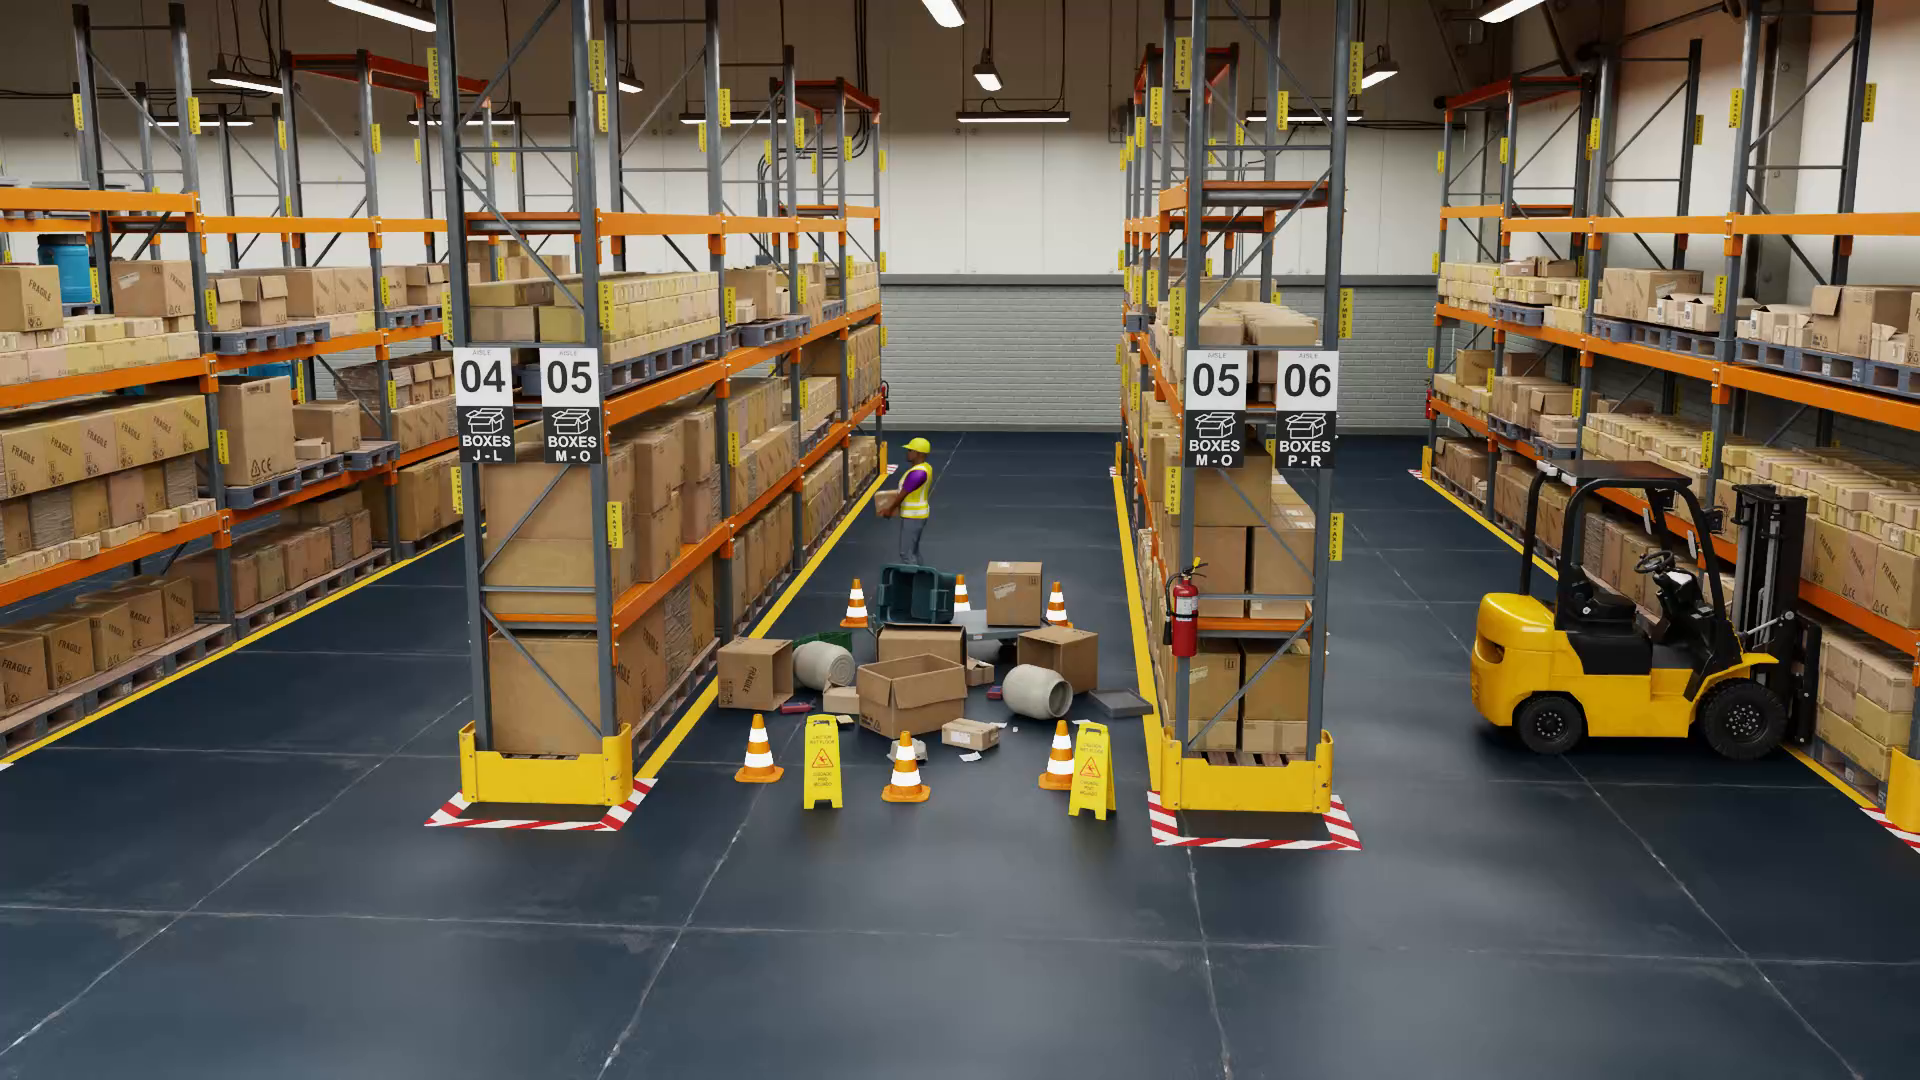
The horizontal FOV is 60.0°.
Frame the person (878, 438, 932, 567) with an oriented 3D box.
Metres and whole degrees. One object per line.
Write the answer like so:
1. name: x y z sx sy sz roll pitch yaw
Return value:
1. person: -0.599 -0.245 18.179 0.577 1.760 0.503 1 11 5
